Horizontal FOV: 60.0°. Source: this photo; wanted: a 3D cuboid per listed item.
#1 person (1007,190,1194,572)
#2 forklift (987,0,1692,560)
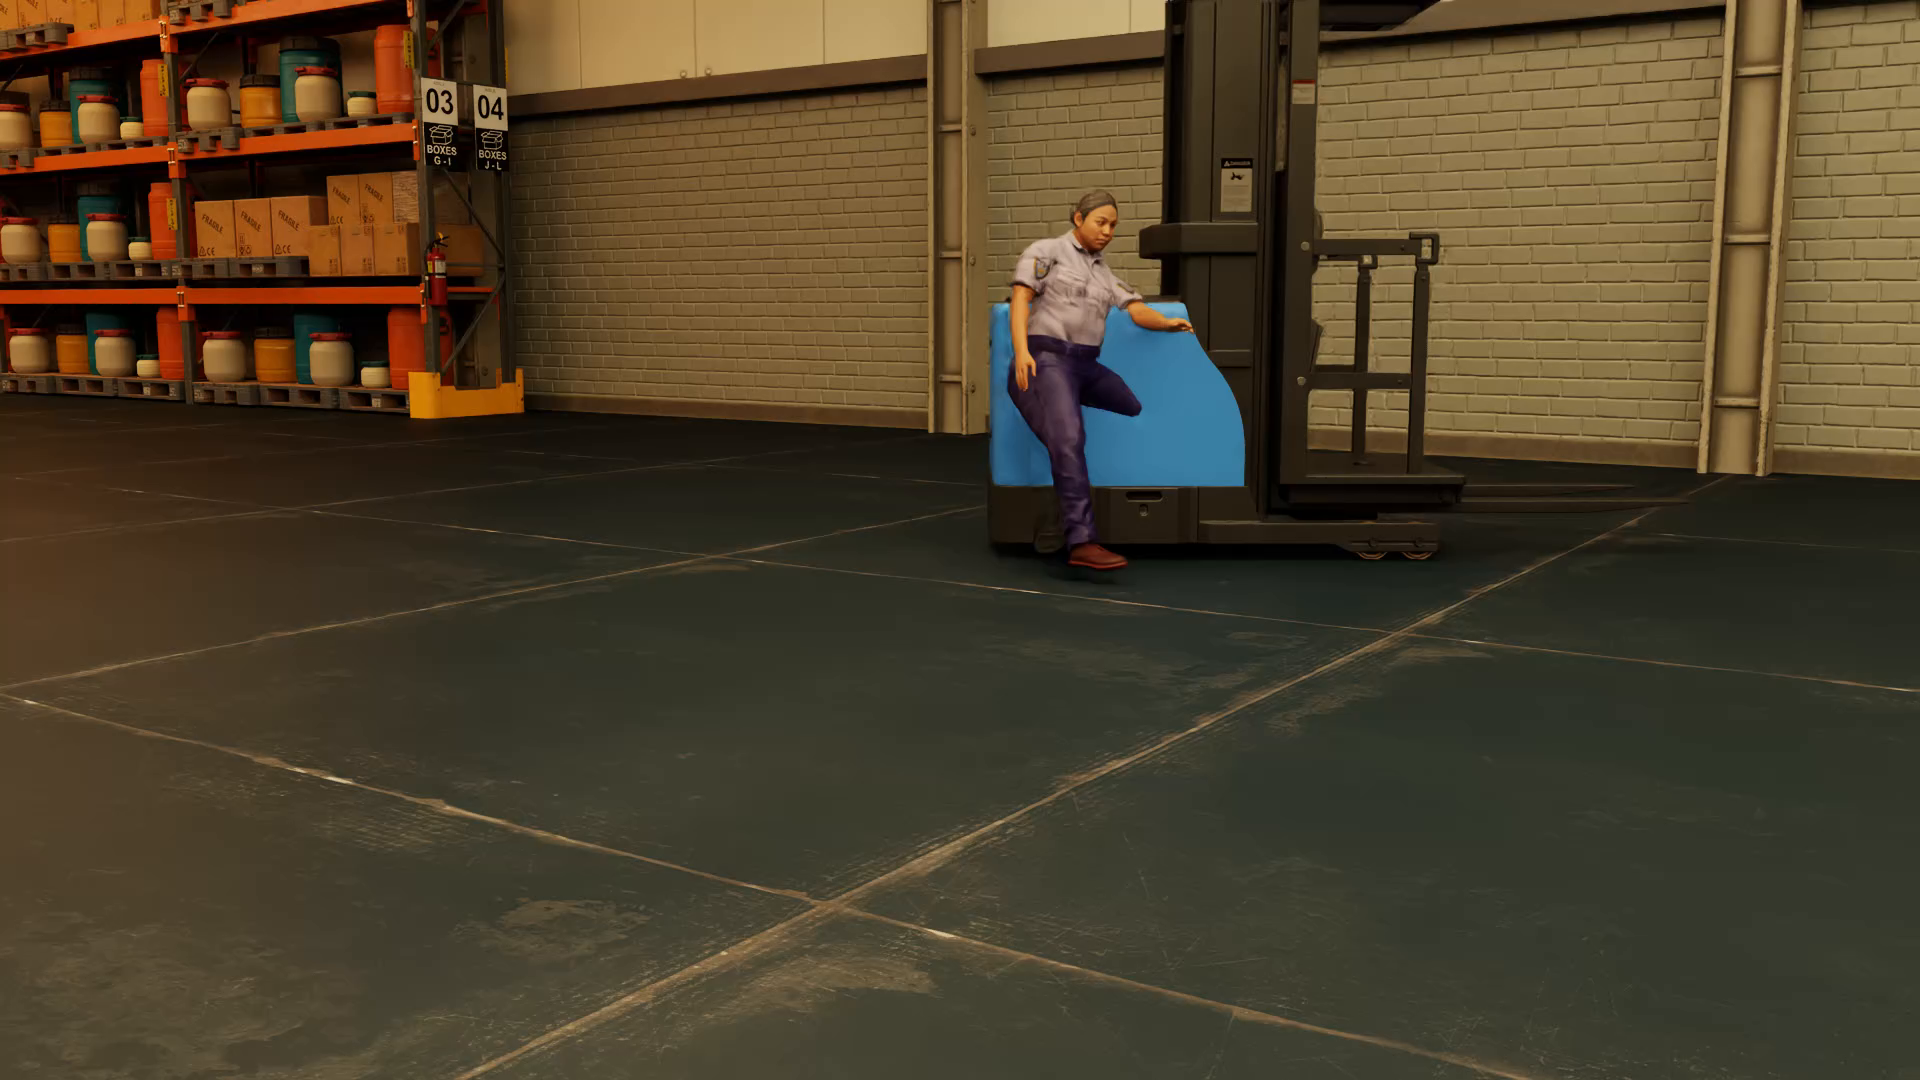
[{"bbox_3d":[0.595,-0.684,6.813,0.828,1.492,0.868,8,11,43],"label":"person"},{"bbox_3d":[1.645,-1.441,7.323,3.031,2.935,1.130,0,8,0],"label":"forklift"}]
